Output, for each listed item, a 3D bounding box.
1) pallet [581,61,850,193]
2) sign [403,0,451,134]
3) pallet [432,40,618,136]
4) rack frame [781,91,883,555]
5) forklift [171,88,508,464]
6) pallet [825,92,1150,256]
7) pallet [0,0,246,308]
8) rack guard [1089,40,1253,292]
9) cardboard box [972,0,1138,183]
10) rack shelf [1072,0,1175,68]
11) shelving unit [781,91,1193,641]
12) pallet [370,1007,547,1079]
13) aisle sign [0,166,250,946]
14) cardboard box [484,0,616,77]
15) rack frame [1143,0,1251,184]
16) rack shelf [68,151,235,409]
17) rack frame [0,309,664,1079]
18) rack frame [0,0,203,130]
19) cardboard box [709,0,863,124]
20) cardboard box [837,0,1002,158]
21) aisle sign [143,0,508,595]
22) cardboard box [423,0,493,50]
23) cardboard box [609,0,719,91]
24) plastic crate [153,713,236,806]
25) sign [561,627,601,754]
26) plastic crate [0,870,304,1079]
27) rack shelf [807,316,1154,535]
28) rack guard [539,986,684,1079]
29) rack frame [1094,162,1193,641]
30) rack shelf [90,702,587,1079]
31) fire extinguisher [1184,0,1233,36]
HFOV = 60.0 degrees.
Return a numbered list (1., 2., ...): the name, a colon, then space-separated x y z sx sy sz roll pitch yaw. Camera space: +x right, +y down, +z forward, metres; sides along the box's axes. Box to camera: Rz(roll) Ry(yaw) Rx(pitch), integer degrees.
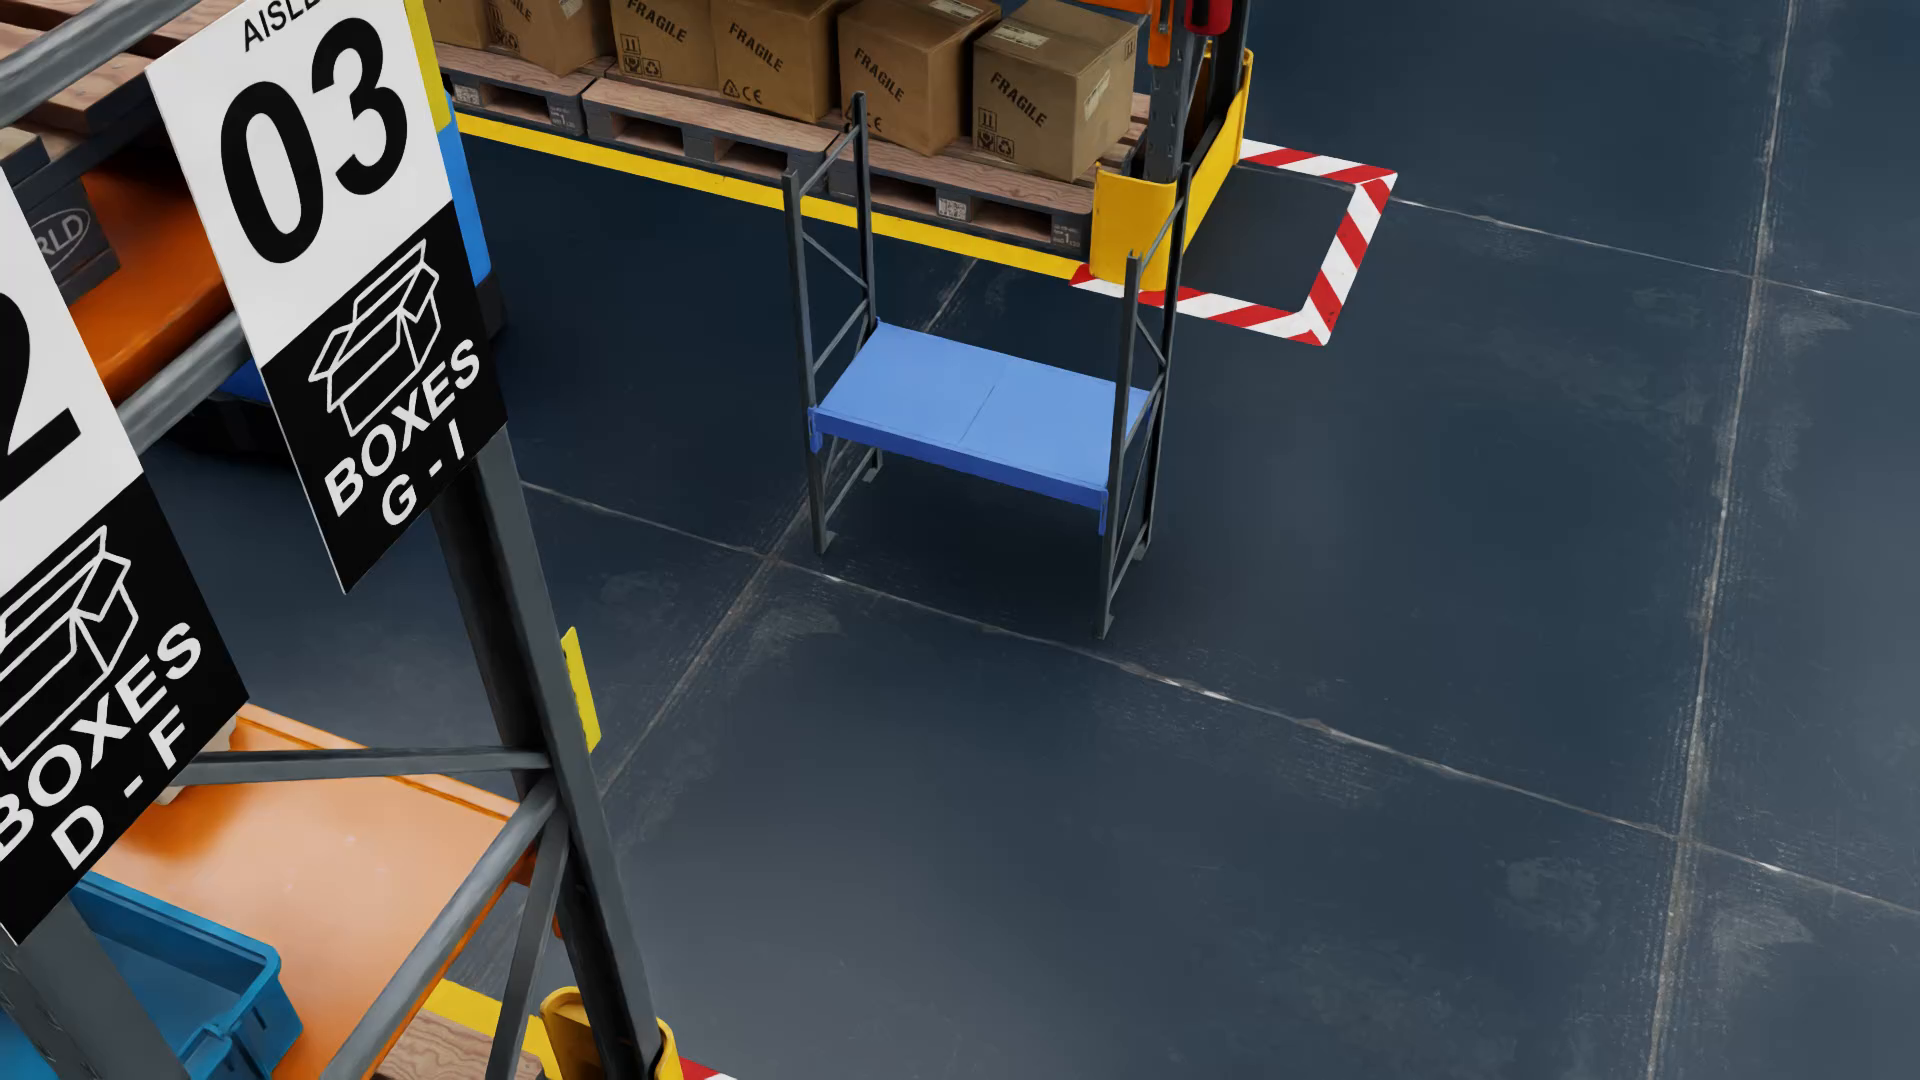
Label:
1. pallet: -0.963 -2.073 7.684 1.213 0.211 1.003 16 47 16
2. sign: -0.725 -0.664 2.158 0.005 0.325 0.100 16 47 16
3. pallet: -2.093 -2.403 8.015 1.213 0.211 1.003 16 47 16
4. rack frame: -0.390 -0.647 5.336 0.032 1.500 0.500 16 47 16
5. forklift: -3.346 -1.928 5.610 3.031 2.935 1.130 15 47 14
6. pallet: 0.159 -1.740 7.350 1.213 0.211 1.003 16 47 16
7. pallet: -1.667 -0.525 2.158 1.213 0.211 1.003 16 47 16
8. rack guard: 0.895 -1.599 7.003 0.348 0.500 1.175 16 47 16
9. cardboard box: 0.396 -1.908 7.015 0.500 0.500 0.500 25 50 23
10. rack shelf: -0.880 -2.753 6.900 4.000 0.370 1.077 16 47 16
11. shelving unit: 0.079 -0.509 5.198 1.048 1.500 0.538 16 47 16
12. pallet: -1.777 1.534 4.059 1.213 0.211 1.003 16 47 16
13. aisle sign: -0.989 0.051 1.729 0.004 0.787 0.394 16 47 16
14. cardboard box: -1.841 -2.528 7.639 0.500 0.500 0.500 32 53 28
15. rack frame: 0.966 -2.465 6.100 0.127 3.000 1.000 16 47 16
16. rack shelf: -2.787 -0.592 2.602 4.000 0.370 1.077 16 47 16
17. rack frame: -0.941 0.760 2.860 0.127 3.000 1.000 16 47 16
18. rack frame: -0.941 -1.367 0.744 0.127 3.000 1.000 16 47 16
19. cardboard box: -0.740 -2.230 7.339 0.500 0.500 0.500 21 48 19
20. cardboard box: -0.169 -2.048 7.156 0.500 0.500 0.500 29 52 26
21. aisle sign: -0.762 -0.333 2.115 0.004 0.787 0.394 16 47 16
22. cardboard box: -2.372 -2.679 7.790 0.500 0.500 0.500 15 47 15
23. cardboard box: -1.238 -2.411 7.521 0.500 0.500 0.500 13 46 12
24. plastic crate: -1.643 0.401 3.408 0.250 0.136 0.298 16 47 16
25. sign: -0.725 0.304 3.121 0.005 0.325 0.100 16 47 16
26. plastic crate: -1.518 0.871 2.853 0.616 0.251 0.499 16 47 16
27. rack shelf: 0.079 -0.381 5.325 1.000 0.185 0.538 16 47 16
28. rack guard: -1.030 1.656 3.732 0.348 0.500 1.175 16 47 16
29. rack frame: 0.548 -0.370 5.059 0.032 1.500 0.500 16 47 16
30. rack shelf: -2.787 0.471 3.660 4.000 0.370 1.077 16 47 16
31. fire extinguisher: 0.894 -2.106 5.795 0.183 0.674 0.296 16 47 16
